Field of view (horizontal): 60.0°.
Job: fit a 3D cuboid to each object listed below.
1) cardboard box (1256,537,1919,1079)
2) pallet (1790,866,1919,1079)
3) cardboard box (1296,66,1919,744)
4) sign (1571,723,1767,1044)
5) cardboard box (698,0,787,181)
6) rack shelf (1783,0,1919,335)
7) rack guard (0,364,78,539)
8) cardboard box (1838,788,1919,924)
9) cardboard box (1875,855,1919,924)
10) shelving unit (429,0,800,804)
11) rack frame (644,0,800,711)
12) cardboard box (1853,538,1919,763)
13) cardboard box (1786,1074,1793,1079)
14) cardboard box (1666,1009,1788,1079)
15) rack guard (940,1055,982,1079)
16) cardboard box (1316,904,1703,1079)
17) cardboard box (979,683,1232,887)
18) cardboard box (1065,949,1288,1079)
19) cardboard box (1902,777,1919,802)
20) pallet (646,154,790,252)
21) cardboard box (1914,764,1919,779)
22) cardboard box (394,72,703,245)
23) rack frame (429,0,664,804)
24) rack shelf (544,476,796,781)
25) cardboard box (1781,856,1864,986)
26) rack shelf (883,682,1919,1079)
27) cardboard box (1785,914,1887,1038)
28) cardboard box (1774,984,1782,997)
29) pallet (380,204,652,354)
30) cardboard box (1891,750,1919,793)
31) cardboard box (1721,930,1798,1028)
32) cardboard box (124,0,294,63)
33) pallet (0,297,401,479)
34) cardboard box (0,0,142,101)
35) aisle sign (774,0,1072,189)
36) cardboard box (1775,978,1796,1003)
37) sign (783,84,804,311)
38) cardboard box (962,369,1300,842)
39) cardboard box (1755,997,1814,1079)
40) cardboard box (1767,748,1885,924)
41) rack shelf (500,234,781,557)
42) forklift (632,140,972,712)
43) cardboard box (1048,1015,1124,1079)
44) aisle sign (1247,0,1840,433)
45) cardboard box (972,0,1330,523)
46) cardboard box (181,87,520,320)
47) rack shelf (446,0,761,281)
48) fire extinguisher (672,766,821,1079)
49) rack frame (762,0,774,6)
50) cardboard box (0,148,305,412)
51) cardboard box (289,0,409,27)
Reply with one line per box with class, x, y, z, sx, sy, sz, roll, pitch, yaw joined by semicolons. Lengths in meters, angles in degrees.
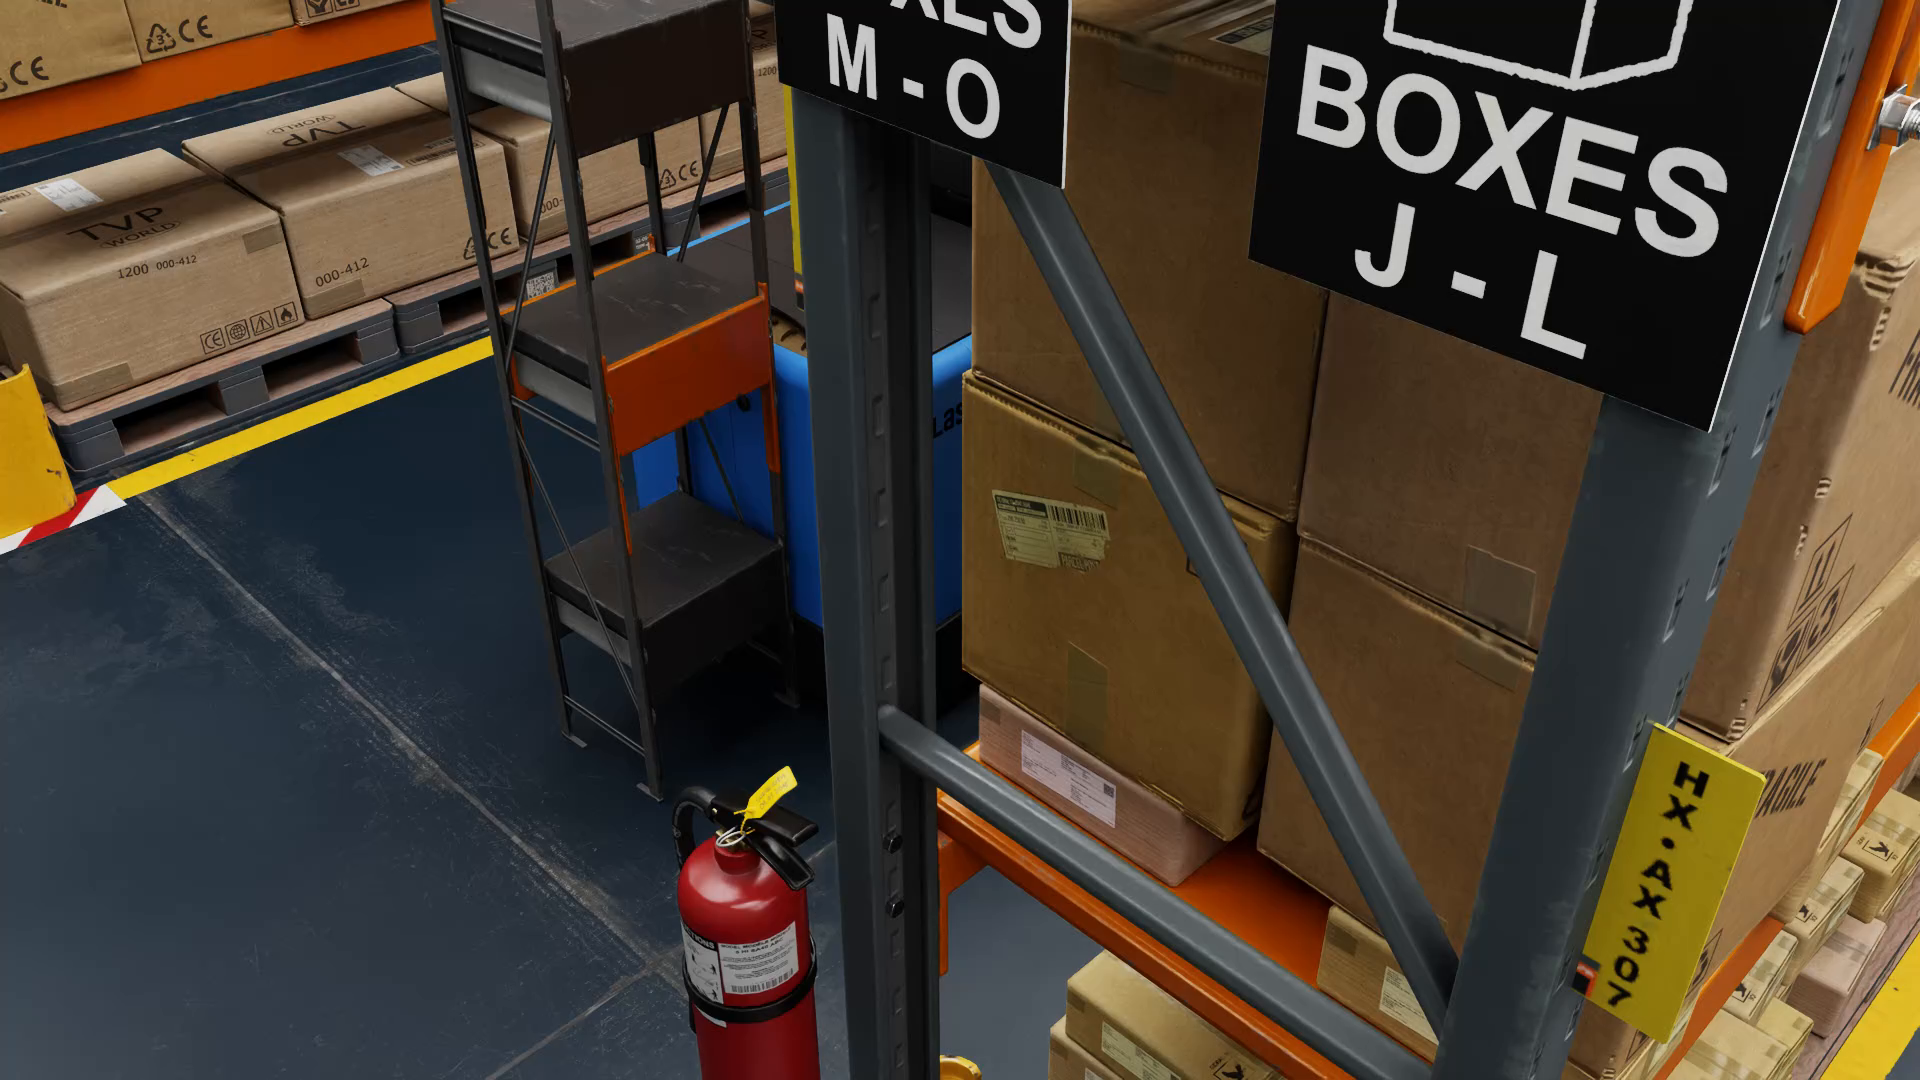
cardboard box;0.730;0.205;1.987;0.500;0.500;0.500;-28;43;-34
pallet;1.728;0.743;4.000;1.003;0.211;1.213;30;45;35
cardboard box;0.722;-0.210;1.707;0.500;0.500;0.500;29;44;35
sign;0.603;0.302;1.438;0.100;0.325;0.005;30;45;35
cardboard box;-1.067;-2.049;7.438;0.875;0.438;0.875;29;44;35
rack shelf;1.627;-1.308;2.511;1.077;0.370;4.000;30;45;35
rack guard;-3.383;-0.480;5.502;1.175;0.500;0.348;30;45;35
cardboard box;1.741;0.574;3.410;0.250;0.149;0.380;-29;44;-35
cardboard box;1.894;0.719;3.722;0.380;0.149;0.250;30;45;35
shelving unit;-0.757;-0.365;3.938;0.431;2.100;0.503;27;43;33
rack frame;-0.596;-0.470;4.088;0.400;2.100;0.015;27;43;33
cardboard box;1.089;-0.023;2.313;0.500;0.500;0.500;30;45;35
cardboard box;1.368;1.050;3.248;0.250;0.149;0.380;-29;44;-35
cardboard box;1.205;0.905;2.935;0.380;0.149;0.250;29;44;35
rack guard;0.271;1.433;2.758;1.175;0.500;0.348;30;45;35
cardboard box;0.678;0.542;2.070;0.380;0.149;0.250;29;44;35
cardboard box;0.247;0.295;2.424;0.380;0.149;0.250;30;45;35
cardboard box;0.411;0.875;2.979;0.250;0.149;0.380;-29;44;-35
cardboard box;2.066;0.451;3.846;0.380;0.149;0.250;27;43;33
pallet;-1.139;-1.718;7.529;1.003;0.211;1.213;30;45;35
cardboard box;2.103;0.376;3.693;0.380;0.149;0.250;28;44;34
cardboard box;-1.697;-1.685;6.917;0.875;0.438;0.875;28;44;34
rack frame;-0.918;-0.260;3.787;0.400;2.100;0.015;27;43;33
rack shelf;-0.757;0.220;4.346;0.431;0.518;0.480;27;43;33
cardboard box;1.523;0.662;3.283;0.250;0.149;0.380;-28;44;-34
rack shelf;1.627;-0.078;3.369;1.077;0.370;4.000;30;45;35
cardboard box;1.718;0.842;3.546;0.380;0.149;0.250;27;43;33
cardboard box;1.489;0.775;3.382;0.380;0.149;0.250;27;43;33
pallet;-1.999;-1.220;6.816;1.003;0.211;1.213;30;45;35
cardboard box;1.850;0.433;3.612;0.380;0.149;0.250;30;45;35
cardboard box;1.321;0.771;3.127;0.380;0.149;0.250;27;43;33
cardboard box;-2.488;-1.852;5.196;0.500;0.500;0.500;29;44;35
pallet;-2.859;-0.728;6.109;1.003;0.211;1.213;30;45;35
cardboard box;-2.824;-1.635;4.885;0.500;0.500;0.500;29;44;35
aisle sign;-0.047;-0.719;1.386;0.394;0.787;0.004;30;45;35
cardboard box;1.480;0.908;3.451;0.380;0.149;0.250;30;45;35
sign;-0.162;-0.398;1.910;0.100;0.325;0.005;30;45;35
cardboard box;0.352;-0.010;2.295;0.500;0.500;0.500;-29;44;-35
cardboard box;1.369;0.921;3.173;0.250;0.149;0.380;-28;44;-34
cardboard box;1.056;0.335;2.367;0.380;0.149;0.250;28;44;34
rack shelf;-0.757;-0.354;3.946;0.431;0.518;0.480;27;43;33
forklift;0.412;-1.469;4.795;1.130;2.935;3.031;27;43;33
cardboard box;0.387;0.984;3.081;0.380;0.149;0.250;28;44;34
aisle sign;0.379;-0.477;1.039;0.394;0.787;0.004;30;45;35
cardboard box;0.363;-0.420;2.009;0.500;0.500;0.500;29;44;34
cardboard box;-2.333;-1.320;6.393;0.875;0.438;0.875;-29;44;-34
rack shelf;-0.757;-0.928;3.545;0.431;0.518;0.480;27;43;33
fire extinguisher;-0.287;0.540;2.248;0.296;0.674;0.183;30;45;35
rack frame;-0.548;-3.139;7.129;1.000;3.000;0.127;30;45;35
cardboard box;-2.972;-0.945;5.855;0.875;0.438;0.875;28;44;34
cardboard box;-2.117;-2.051;5.482;0.500;0.500;0.500;29;44;35
